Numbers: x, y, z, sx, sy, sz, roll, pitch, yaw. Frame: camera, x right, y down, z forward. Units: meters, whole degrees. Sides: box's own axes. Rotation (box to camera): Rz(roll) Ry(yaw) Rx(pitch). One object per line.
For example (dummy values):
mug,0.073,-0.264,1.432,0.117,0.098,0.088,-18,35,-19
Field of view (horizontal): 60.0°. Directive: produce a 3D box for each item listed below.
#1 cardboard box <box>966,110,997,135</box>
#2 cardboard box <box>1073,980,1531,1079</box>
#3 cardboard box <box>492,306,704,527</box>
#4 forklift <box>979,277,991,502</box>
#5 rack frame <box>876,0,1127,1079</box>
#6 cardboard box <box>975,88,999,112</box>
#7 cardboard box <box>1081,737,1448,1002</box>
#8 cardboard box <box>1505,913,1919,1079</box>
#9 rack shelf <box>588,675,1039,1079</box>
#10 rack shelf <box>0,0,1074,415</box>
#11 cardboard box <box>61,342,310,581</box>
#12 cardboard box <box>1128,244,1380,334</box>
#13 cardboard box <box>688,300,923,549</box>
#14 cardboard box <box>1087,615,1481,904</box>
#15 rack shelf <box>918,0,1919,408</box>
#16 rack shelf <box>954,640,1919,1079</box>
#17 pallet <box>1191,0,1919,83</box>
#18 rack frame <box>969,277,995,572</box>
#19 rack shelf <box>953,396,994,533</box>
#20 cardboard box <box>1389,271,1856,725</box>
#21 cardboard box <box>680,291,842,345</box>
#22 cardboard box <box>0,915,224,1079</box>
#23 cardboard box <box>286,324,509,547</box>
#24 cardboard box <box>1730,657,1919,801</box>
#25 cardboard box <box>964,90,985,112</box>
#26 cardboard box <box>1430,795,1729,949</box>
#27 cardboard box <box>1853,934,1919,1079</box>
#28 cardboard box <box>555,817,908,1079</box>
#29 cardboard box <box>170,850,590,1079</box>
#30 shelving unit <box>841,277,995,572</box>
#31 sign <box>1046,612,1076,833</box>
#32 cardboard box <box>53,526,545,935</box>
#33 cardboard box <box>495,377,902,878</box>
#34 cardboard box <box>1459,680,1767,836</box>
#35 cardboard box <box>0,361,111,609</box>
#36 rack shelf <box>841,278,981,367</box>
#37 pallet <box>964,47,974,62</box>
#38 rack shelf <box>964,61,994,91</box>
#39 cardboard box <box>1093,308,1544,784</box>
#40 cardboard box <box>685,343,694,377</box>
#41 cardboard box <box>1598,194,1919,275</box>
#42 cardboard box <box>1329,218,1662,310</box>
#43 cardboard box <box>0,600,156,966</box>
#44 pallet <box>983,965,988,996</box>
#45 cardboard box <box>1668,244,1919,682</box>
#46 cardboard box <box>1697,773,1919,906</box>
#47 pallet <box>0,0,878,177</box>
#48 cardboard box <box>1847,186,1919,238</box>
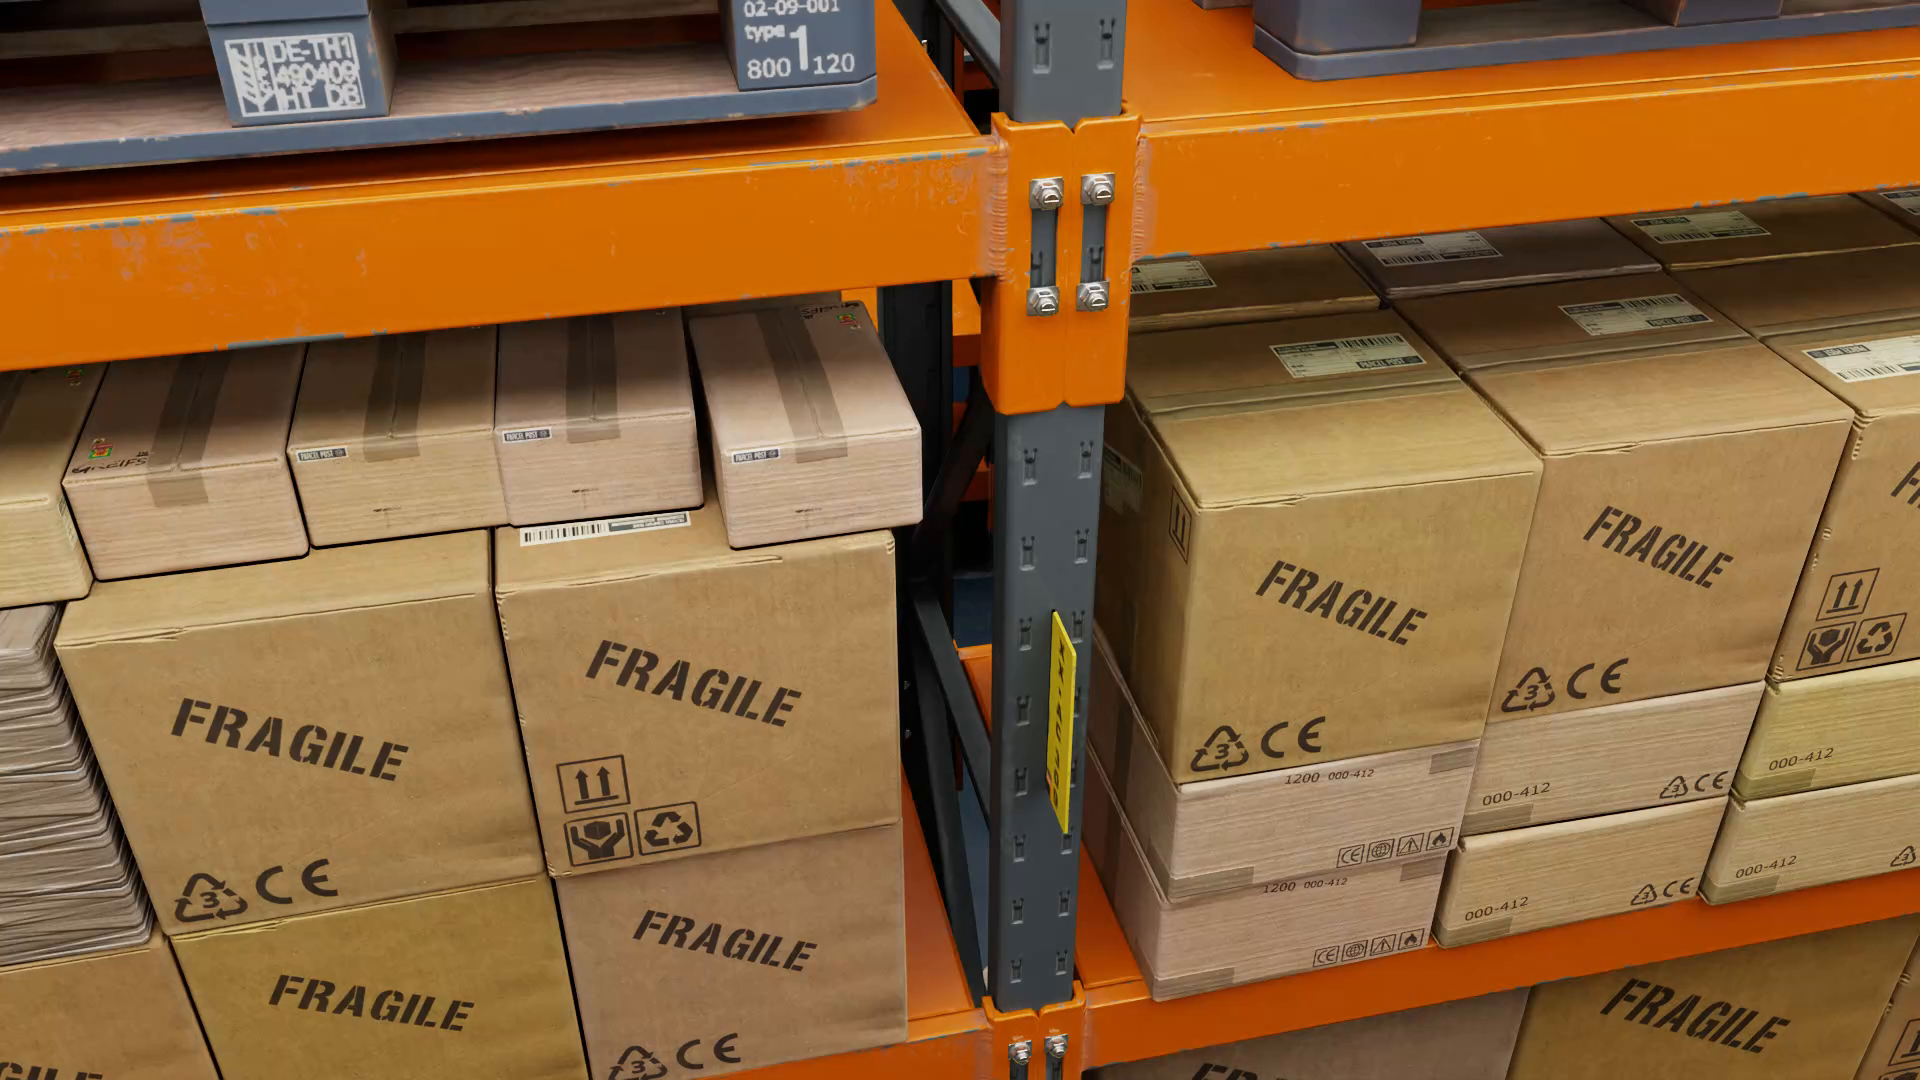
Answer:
cardboard box,0.091,-1.808,7.536,0.250,0.149,0.380,-8,35,-11
cardboard box,0.603,0.938,3.690,0.875,0.875,0.875,-6,34,-9
cardboard box,-0.495,-0.192,2.275,0.250,0.149,0.380,-6,34,-9
forklift,1.617,-1.370,5.661,3.031,2.935,1.130,-5,34,-8
rack frame,0.016,0.350,3.037,0.127,3.000,1.000,-7,35,-11
cardboard box,0.228,-2.075,7.935,0.250,0.149,0.380,-6,34,-9
cardboard box,0.504,0.501,2.945,0.500,0.250,0.500,-8,35,-12
cardboard box,1.483,0.823,3.862,0.875,0.875,0.875,-6,34,-9
rack shelf,-1.934,0.894,2.871,4.000,0.370,1.077,-7,35,-11
rack shelf,-1.934,-0.351,2.035,4.000,0.370,1.077,-7,35,-11
cardboard box,-0.983,-0.126,2.176,0.250,0.149,0.380,-7,35,-11
cardboard box,0.397,-0.298,3.016,0.500,0.500,0.500,-6,34,-9
cardboard box,-0.214,-0.165,2.235,0.250,0.149,0.380,-8,35,-12
cardboard box,0.508,0.304,2.792,0.500,0.250,0.500,-8,35,-12
rack shelf,1.967,-0.843,2.768,4.000,0.370,1.077,-7,35,-11
rack shelf,1.967,0.403,3.604,4.000,0.370,1.077,-7,35,-11
pallet,0.900,-0.956,2.462,1.217,0.209,0.805,-9,35,-12
rack frame,0.090,-0.488,5.967,0.032,1.125,0.500,-5,34,-8
rack shelf,-0.411,-0.237,6.033,1.000,0.278,0.538,-5,34,-8
cardboard box,0.999,-0.082,2.694,0.500,0.500,0.500,-7,35,-11
cardboard box,-0.349,-0.479,2.702,0.250,0.149,0.380,-8,35,-11
cardboard box,-1.367,0.640,2.514,0.500,0.500,0.500,-8,35,-11
cardboard box,-0.740,-0.167,2.237,0.250,0.149,0.380,-7,35,-10
cardboard box,1.508,0.177,2.981,0.500,0.250,0.500,-7,34,-10
cardboard box,-0.052,-2.071,7.928,0.250,0.149,0.380,-9,35,-13
cardboard box,1.008,0.437,3.041,0.500,0.250,0.500,-8,35,-12
cardboard box,2.355,0.713,4.025,0.875,0.875,0.875,-7,34,-10
cardboard box,-0.380,0.504,2.717,0.500,0.500,0.500,-7,34,-10
cardboard box,-0.880,0.570,2.618,0.500,0.500,0.500,-8,35,-12
shelving unit,-0.411,-0.440,5.897,1.048,1.125,0.538,-5,34,-8
sign,0.140,0.259,2.324,0.005,0.325,0.100,-7,35,-11
cardboard box,-0.880,0.159,2.334,0.500,0.500,0.500,-8,35,-11
cardboard box,-0.383,0.101,2.420,0.500,0.500,0.500,-7,35,-11
cardboard box,1.010,0.224,2.910,0.500,0.250,0.500,-7,34,-10
cardboard box,-1.219,-0.075,2.101,0.250,0.149,0.380,-7,35,-11
rack shelf,-0.411,-0.683,5.734,1.000,0.278,0.538,-5,34,-8
pallet,-0.279,-2.307,7.168,1.213,0.211,1.003,-7,35,-11
rack shelf,0.868,-2.295,7.623,4.000,0.370,1.077,-7,35,-11
cardboard box,0.509,-0.005,2.578,0.500,0.500,0.500,-7,34,-10
cardboard box,-0.502,-0.180,2.839,0.500,0.500,0.500,-7,34,-10
cardboard box,1.399,-0.418,3.193,0.500,0.500,0.500,-6,34,-9
cardboard box,0.900,-0.366,3.116,0.500,0.500,0.500,-7,34,-10
cardboard box,-1.374,0.227,2.233,0.500,0.500,0.500,-7,34,-10
pallet,0.752,1.372,4.016,1.213,0.211,1.003,-7,35,-11
cardboard box,1.489,-0.143,2.784,0.500,0.500,0.500,-8,35,-12
cardboard box,1.511,0.383,3.122,0.500,0.250,0.500,-7,35,-11
pallet,-0.784,-0.764,2.084,1.213,0.211,1.003,-7,35,-11
cardboard box,1.900,-0.489,3.300,0.500,0.500,0.500,-7,34,-10
